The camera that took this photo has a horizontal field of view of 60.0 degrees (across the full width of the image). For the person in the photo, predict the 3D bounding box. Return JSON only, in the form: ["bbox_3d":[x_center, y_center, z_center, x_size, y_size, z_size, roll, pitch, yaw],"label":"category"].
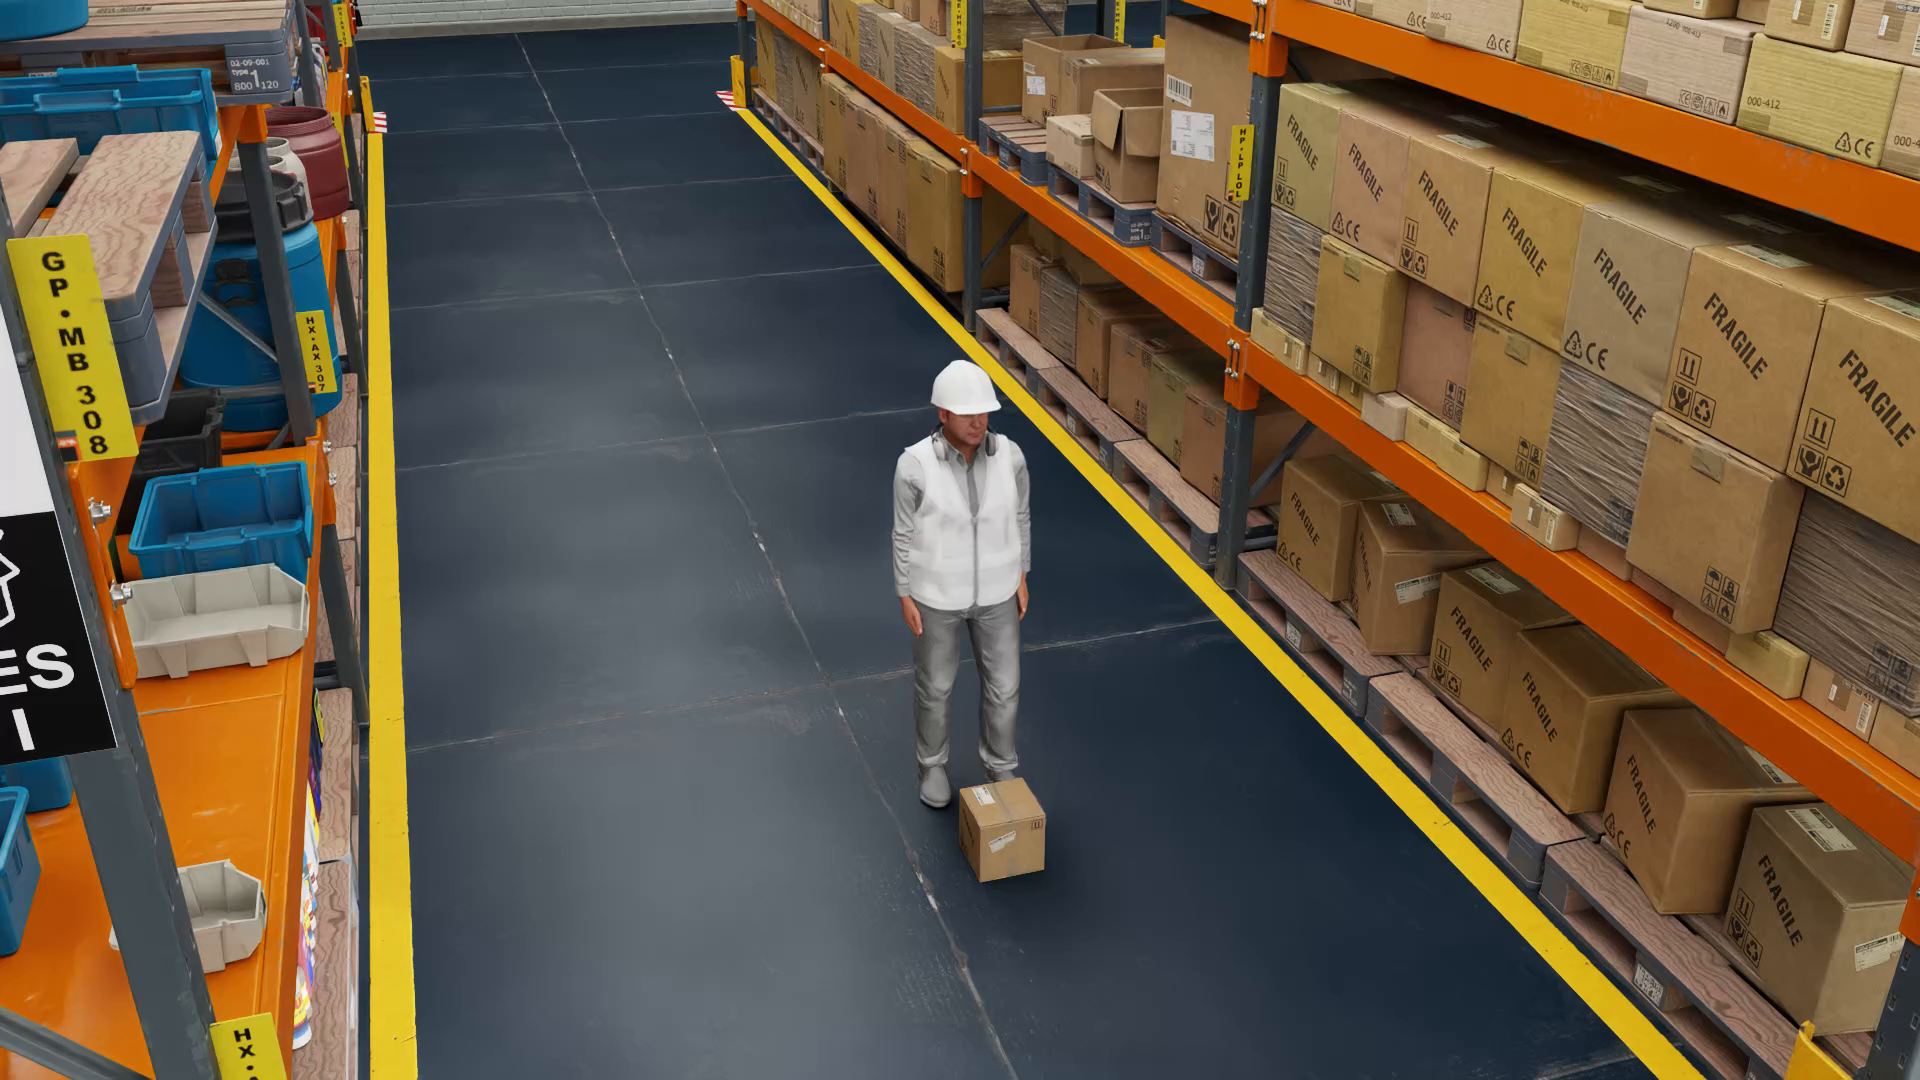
[{"bbox_3d":[0.028,0.194,6.187,0.540,1.772,0.439,-8,27,-15],"label":"person"}]
